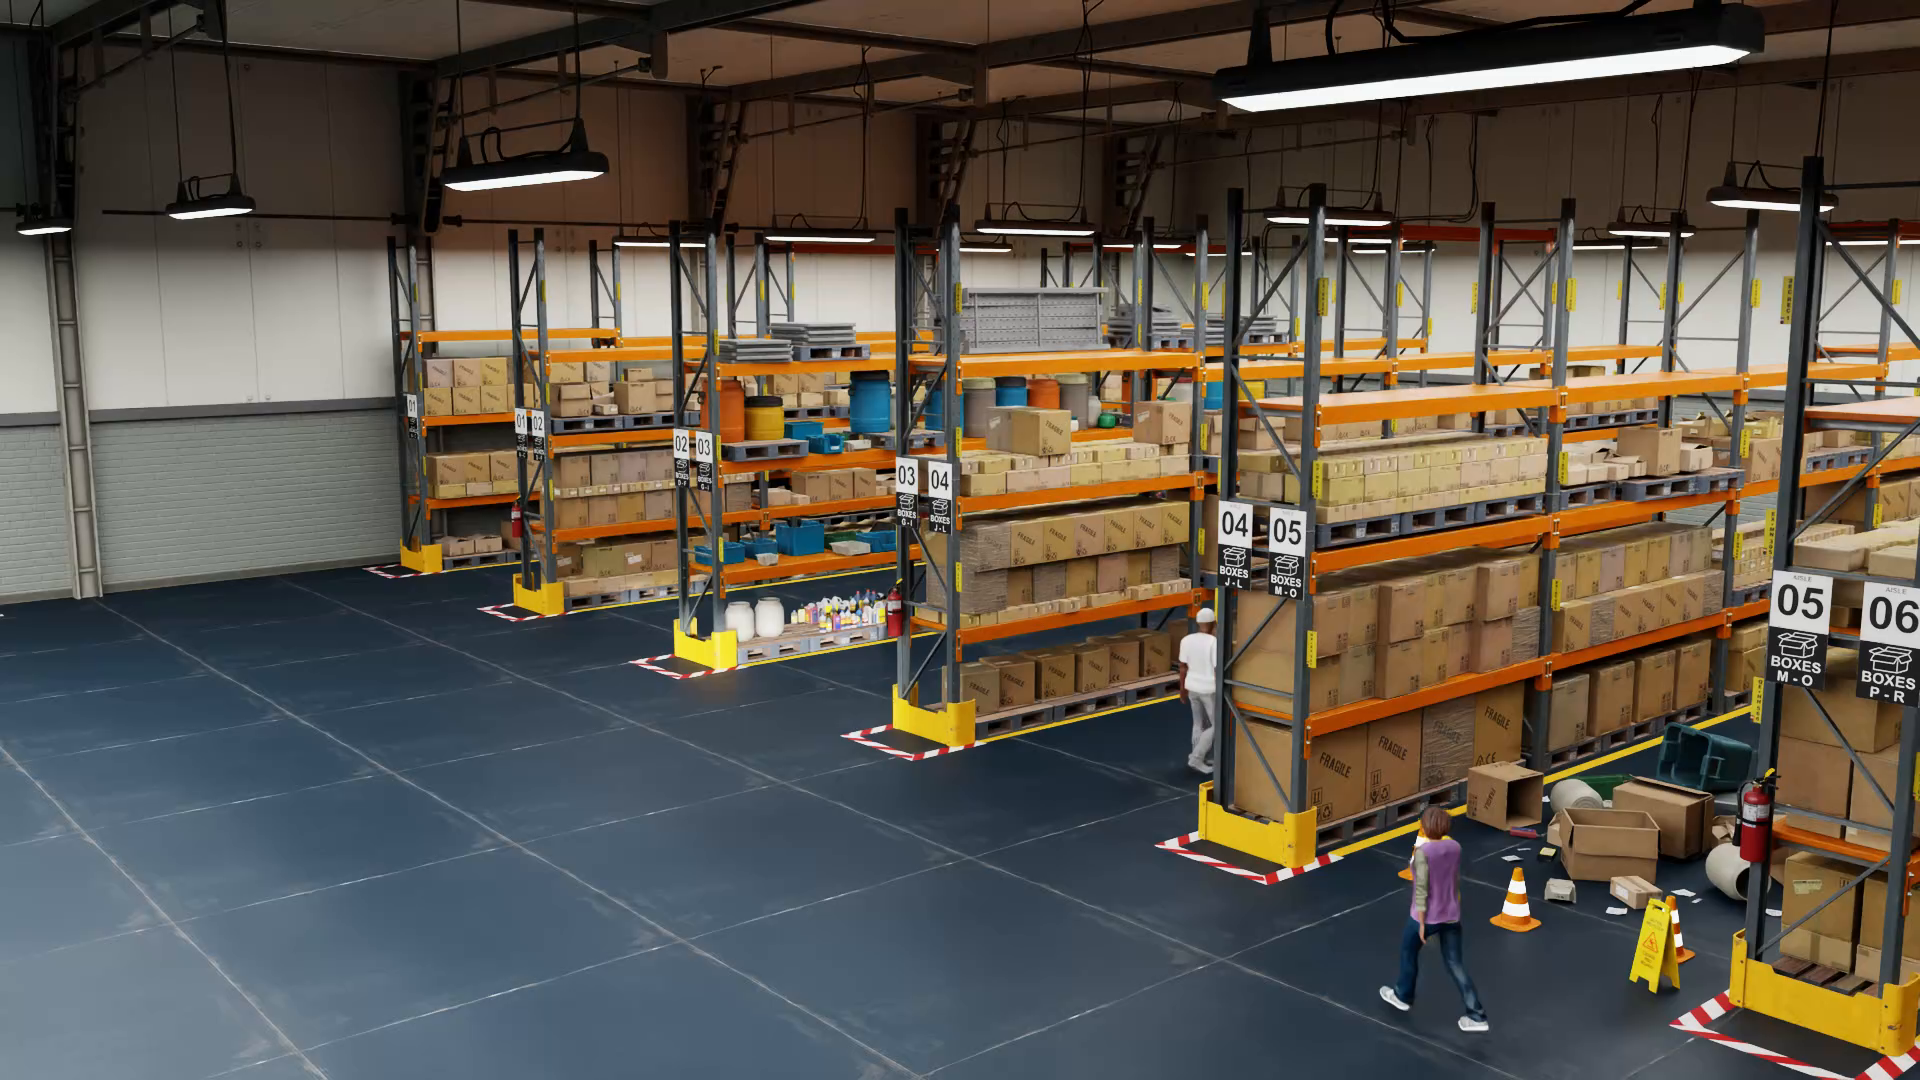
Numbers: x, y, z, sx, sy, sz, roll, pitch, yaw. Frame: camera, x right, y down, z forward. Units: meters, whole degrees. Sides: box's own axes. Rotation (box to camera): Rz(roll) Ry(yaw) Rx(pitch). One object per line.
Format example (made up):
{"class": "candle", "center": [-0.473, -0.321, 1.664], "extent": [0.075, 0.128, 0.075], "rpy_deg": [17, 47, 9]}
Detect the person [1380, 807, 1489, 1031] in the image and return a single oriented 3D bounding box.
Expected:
{"class": "person", "center": [3.326, 2.632, 11.601], "extent": [0.417, 1.534, 0.967], "rpy_deg": [-4, 9, -22]}

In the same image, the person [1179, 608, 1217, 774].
{"class": "person", "center": [2.575, 1.602, 17.662], "extent": [0.548, 1.765, 0.589], "rpy_deg": [-7, 11, -40]}
